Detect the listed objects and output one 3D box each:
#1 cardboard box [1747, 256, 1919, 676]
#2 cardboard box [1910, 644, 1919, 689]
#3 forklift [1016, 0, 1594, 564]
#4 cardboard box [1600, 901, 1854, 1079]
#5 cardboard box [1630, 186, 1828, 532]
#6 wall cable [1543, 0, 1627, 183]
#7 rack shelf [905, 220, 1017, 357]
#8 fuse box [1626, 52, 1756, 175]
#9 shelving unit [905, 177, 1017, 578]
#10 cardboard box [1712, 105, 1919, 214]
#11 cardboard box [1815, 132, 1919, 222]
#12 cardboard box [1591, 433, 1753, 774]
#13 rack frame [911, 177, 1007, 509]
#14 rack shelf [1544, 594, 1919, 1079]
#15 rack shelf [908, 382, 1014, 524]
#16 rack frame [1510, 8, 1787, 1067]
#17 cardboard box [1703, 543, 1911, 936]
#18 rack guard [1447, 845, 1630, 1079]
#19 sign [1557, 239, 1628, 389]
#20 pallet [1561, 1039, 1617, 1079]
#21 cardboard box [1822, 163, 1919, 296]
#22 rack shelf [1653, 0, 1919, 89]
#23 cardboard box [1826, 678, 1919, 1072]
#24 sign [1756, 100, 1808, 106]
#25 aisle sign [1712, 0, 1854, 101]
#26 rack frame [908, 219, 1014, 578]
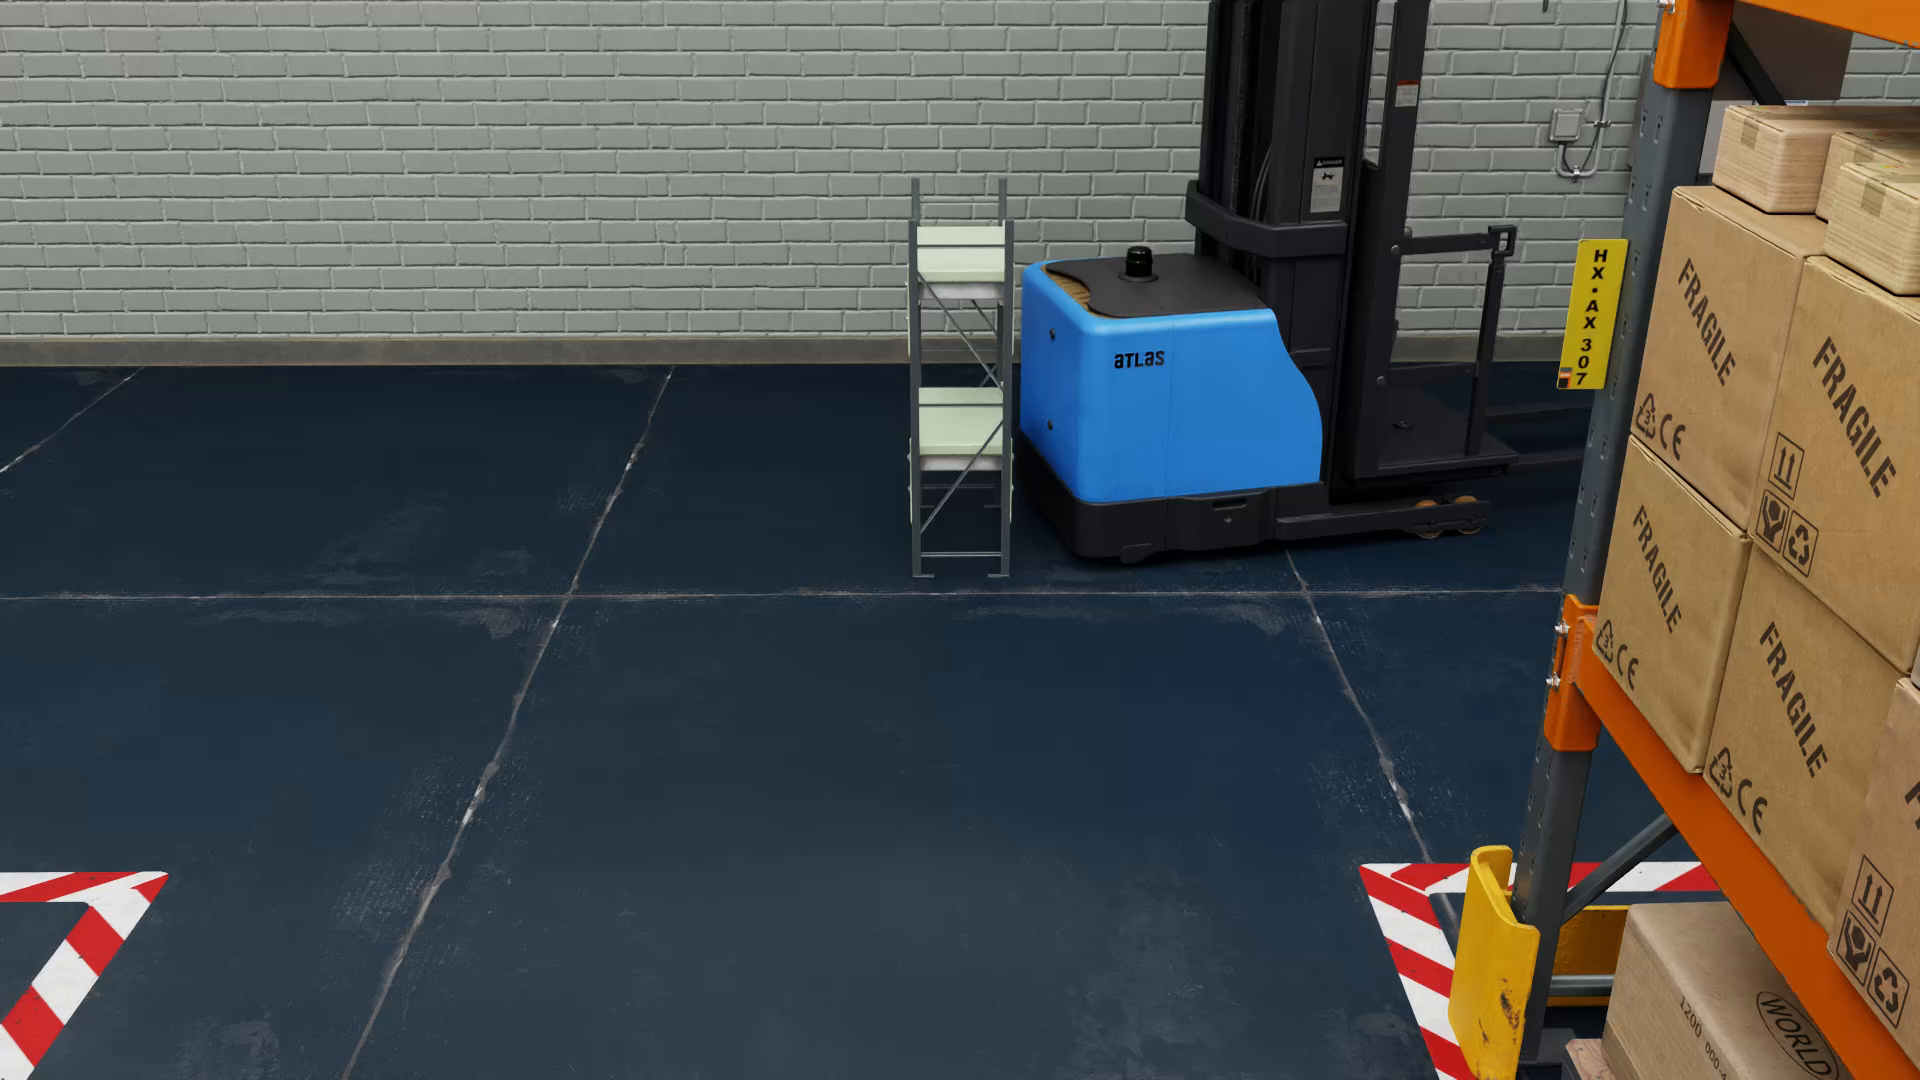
[{"bbox_3d":[1.622,-0.133,2.569,0.500,0.500,0.500,-1,24,-2],"label":"cardboard box"},{"bbox_3d":[1.635,0.079,2.100,0.500,0.500,0.500,0,24,-1],"label":"cardboard box"},{"bbox_3d":[1.836,-1.546,7.113,3.031,2.935,1.130,-6,25,-13],"label":"forklift"},{"bbox_3d":[1.996,1.204,3.547,0.875,0.438,0.875,-1,24,-2],"label":"cardboard box"},{"bbox_3d":[1.609,-0.346,3.039,0.500,0.500,0.500,-1,24,-2],"label":"cardboard box"},{"bbox_3d":[3.222,-2.841,8.659,0.588,1.984,0.122,0,24,-1],"label":"wall cable"},{"bbox_3d":[0.000,-1.036,6.774,0.431,0.370,0.720,0,24,-1],"label":"rack shelf"},{"bbox_3d":[3.906,-1.729,8.997,0.539,1.711,0.414,0,24,-1],"label":"fuse box"},{"bbox_3d":[0.000,-0.681,6.935,0.431,1.500,0.755,0,24,-1],"label":"shelving unit"},{"bbox_3d":[1.616,-0.693,3.020,0.380,0.149,0.250,0,24,1],"label":"cardboard box"},{"bbox_3d":[1.690,-0.585,2.782,0.380,0.149,0.250,0,24,1],"label":"cardboard box"},{"bbox_3d":[1.607,0.110,3.245,0.500,0.500,0.500,0,24,-1],"label":"cardboard box"},{"bbox_3d":[-0.004,-0.831,7.268,0.400,1.500,0.023,0,24,-1],"label":"rack frame"},{"bbox_3d":[1.911,1.108,2.032,1.077,0.370,4.000,0,24,-1],"label":"rack shelf"},{"bbox_3d":[0.000,-0.384,7.069,0.431,0.370,0.720,0,24,-1],"label":"rack shelf"},{"bbox_3d":[1.889,-0.043,3.706,1.000,3.000,0.127,0,24,-1],"label":"rack frame"},{"bbox_3d":[1.641,0.318,2.785,0.500,0.500,0.500,-1,24,-1],"label":"cardboard box"},{"bbox_3d":[1.889,1.086,4.243,1.175,0.500,0.348,0,24,-1],"label":"rack guard"},{"bbox_3d":[1.334,-0.474,3.511,0.100,0.325,0.005,0,24,-1],"label":"sign"},{"bbox_3d":[1.976,1.556,3.553,1.003,0.211,1.213,0,24,-1],"label":"pallet"},{"bbox_3d":[1.578,-0.477,2.544,0.380,0.149,0.250,0,24,1],"label":"cardboard box"},{"bbox_3d":[1.911,-0.258,1.414,1.077,0.370,4.000,0,24,-1],"label":"rack shelf"},{"bbox_3d":[1.628,0.528,2.321,0.500,0.500,0.500,0,24,-1],"label":"cardboard box"},{"bbox_3d":[4.398,-2.360,8.944,0.329,0.494,0.001,0,24,-1],"label":"sign"},{"bbox_3d":[1.598,-1.256,3.233,0.394,0.787,0.004,0,24,-1],"label":"aisle sign"},{"bbox_3d":[0.004,-0.530,6.601,0.400,1.500,0.023,0,24,-1],"label":"rack frame"}]
